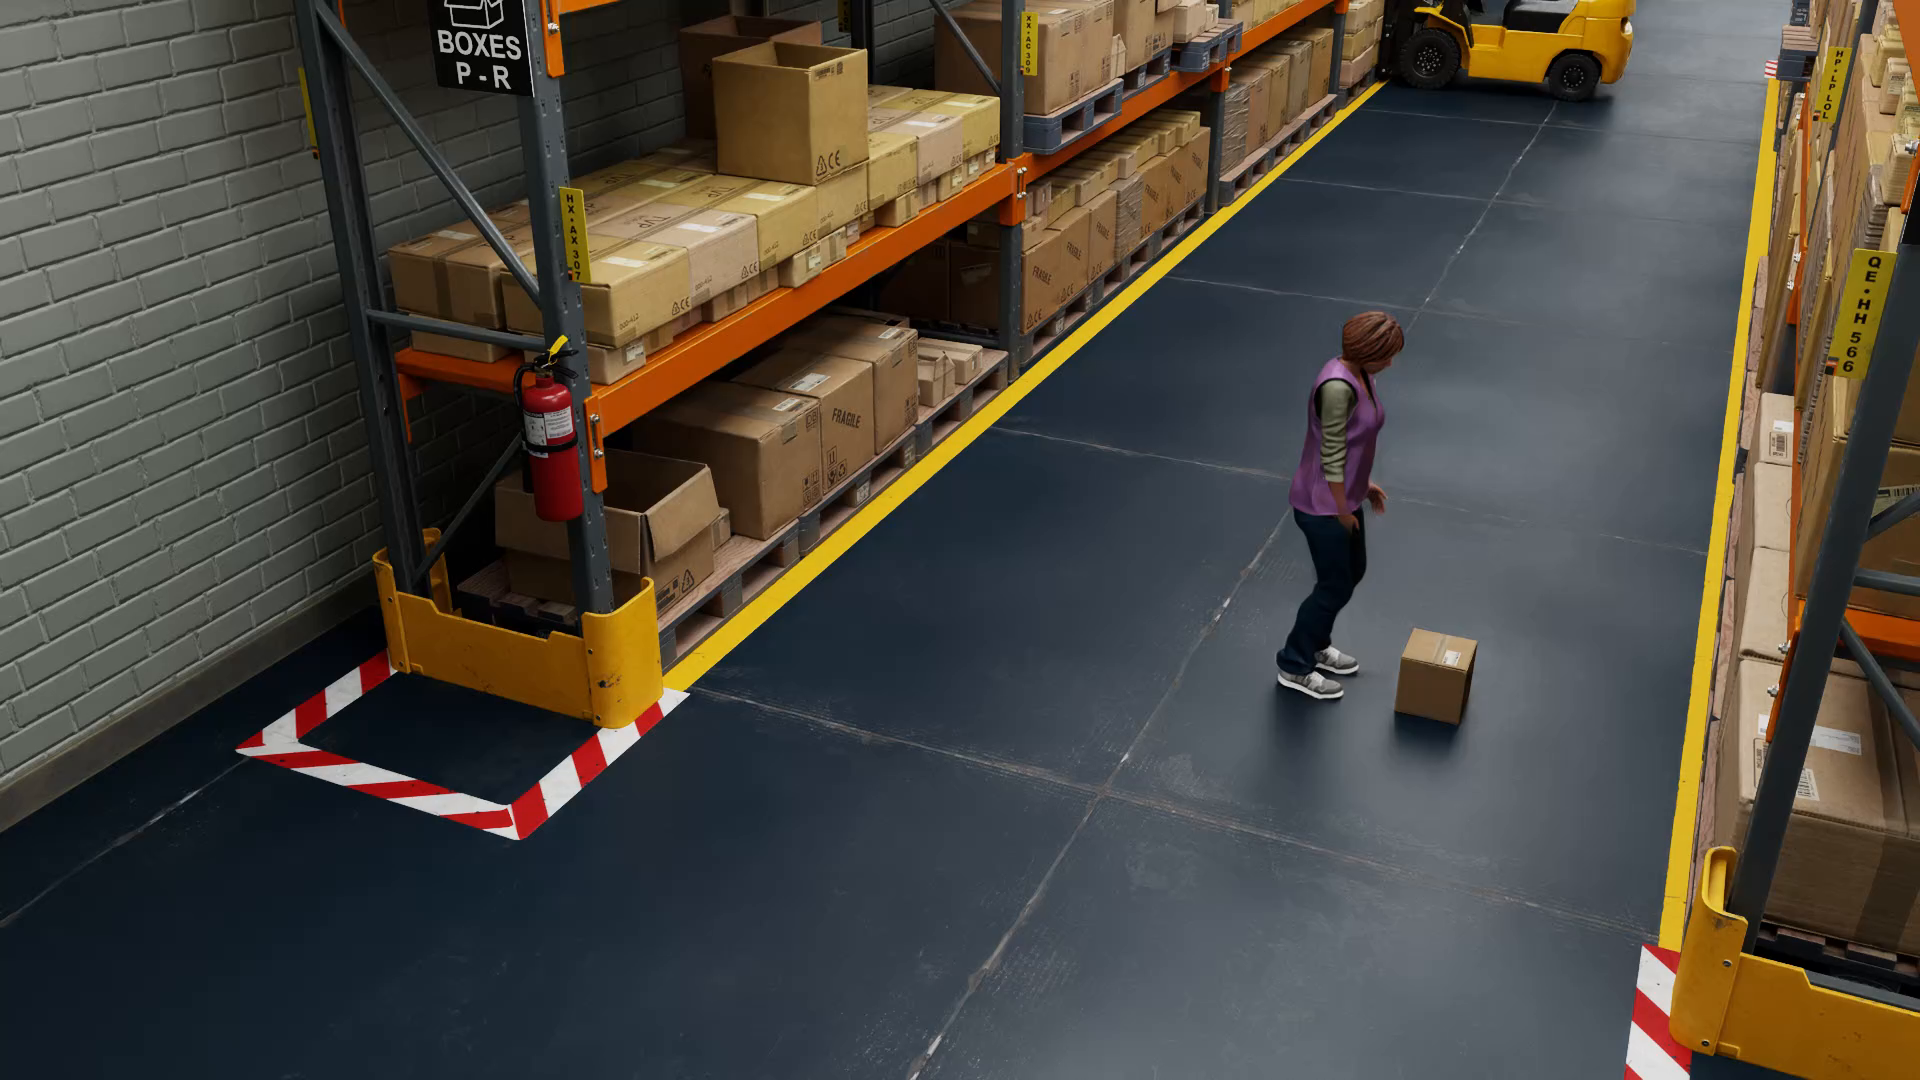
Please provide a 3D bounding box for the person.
[{"bbox_3d":[1.466,-0.150,6.464,0.353,1.573,0.420,12,29,23],"label":"person"}]
